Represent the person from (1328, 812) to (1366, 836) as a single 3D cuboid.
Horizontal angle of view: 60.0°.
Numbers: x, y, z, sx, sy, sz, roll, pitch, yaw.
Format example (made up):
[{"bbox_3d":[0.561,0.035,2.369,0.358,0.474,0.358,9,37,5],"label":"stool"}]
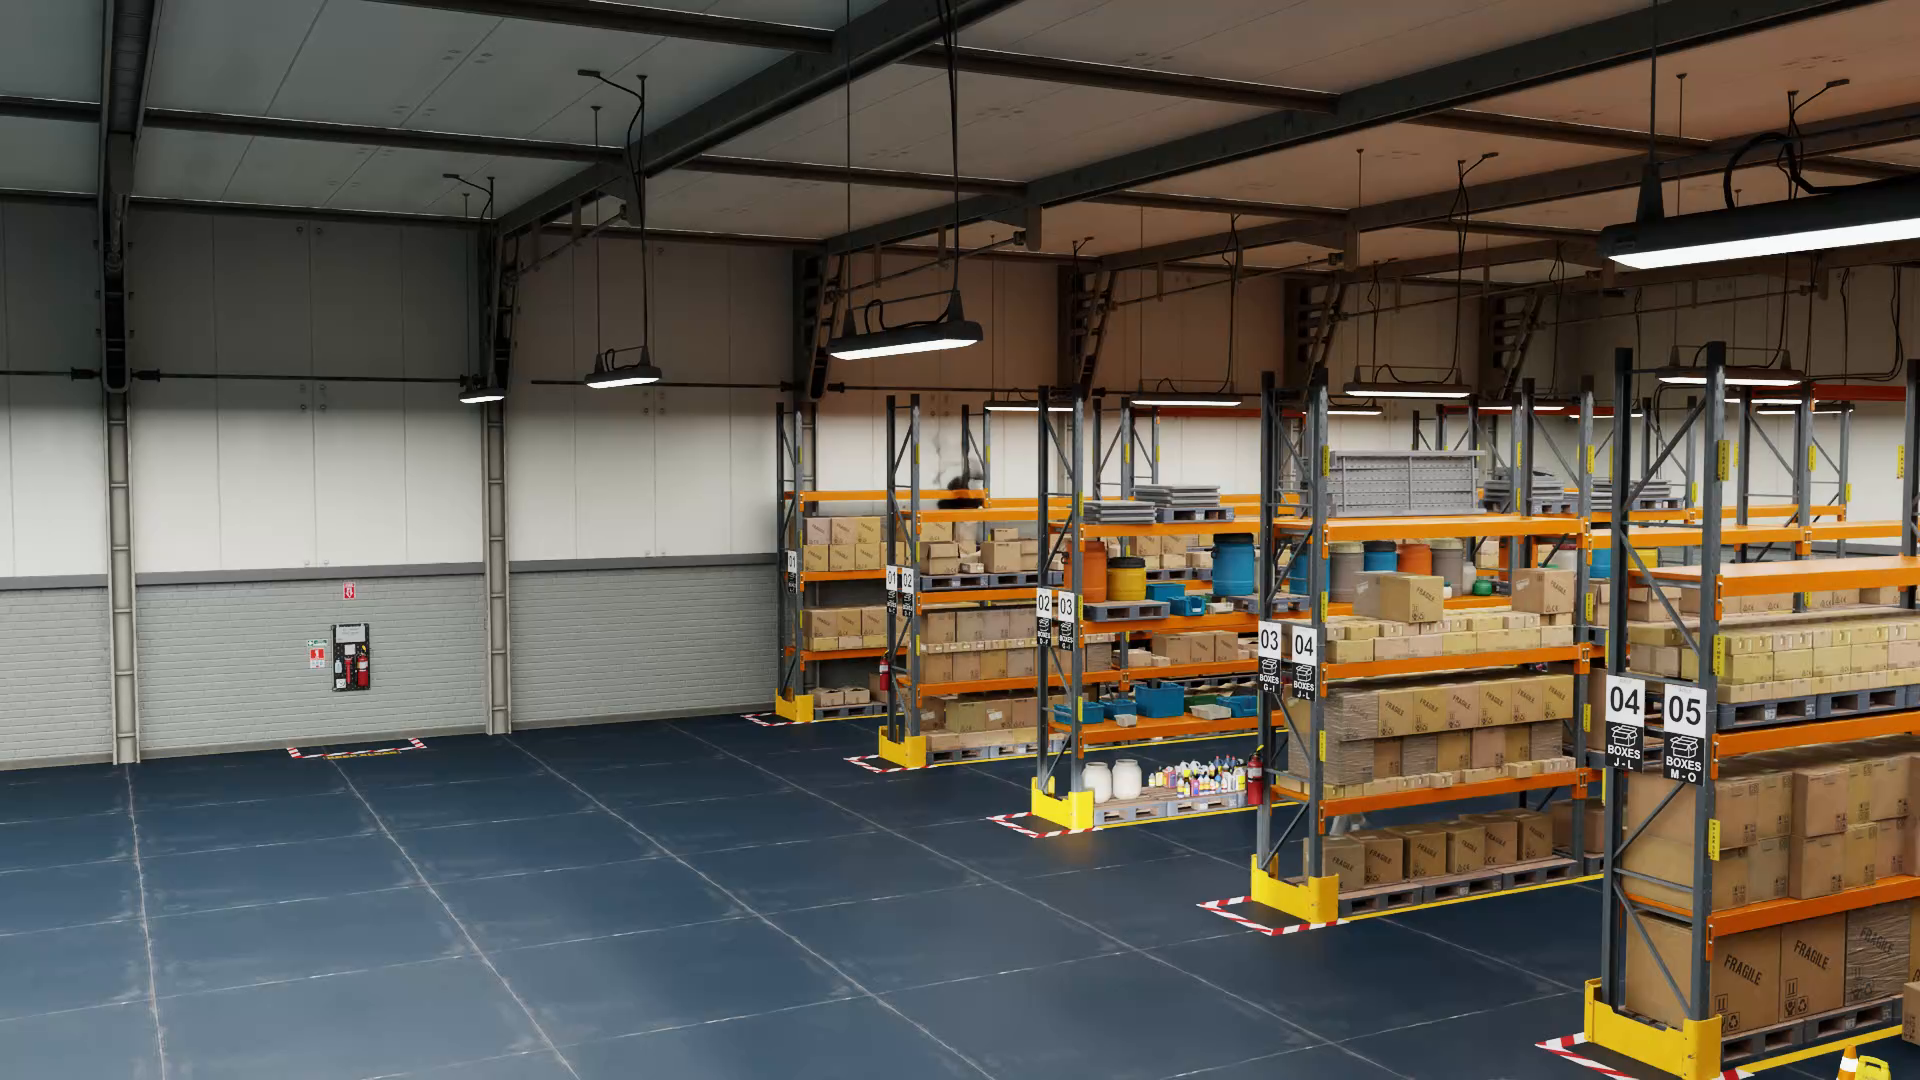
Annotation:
[{"bbox_3d":[4.953,3.035,21.435,1.034,1.771,0.701,-3,4,-41],"label":"person"}]
